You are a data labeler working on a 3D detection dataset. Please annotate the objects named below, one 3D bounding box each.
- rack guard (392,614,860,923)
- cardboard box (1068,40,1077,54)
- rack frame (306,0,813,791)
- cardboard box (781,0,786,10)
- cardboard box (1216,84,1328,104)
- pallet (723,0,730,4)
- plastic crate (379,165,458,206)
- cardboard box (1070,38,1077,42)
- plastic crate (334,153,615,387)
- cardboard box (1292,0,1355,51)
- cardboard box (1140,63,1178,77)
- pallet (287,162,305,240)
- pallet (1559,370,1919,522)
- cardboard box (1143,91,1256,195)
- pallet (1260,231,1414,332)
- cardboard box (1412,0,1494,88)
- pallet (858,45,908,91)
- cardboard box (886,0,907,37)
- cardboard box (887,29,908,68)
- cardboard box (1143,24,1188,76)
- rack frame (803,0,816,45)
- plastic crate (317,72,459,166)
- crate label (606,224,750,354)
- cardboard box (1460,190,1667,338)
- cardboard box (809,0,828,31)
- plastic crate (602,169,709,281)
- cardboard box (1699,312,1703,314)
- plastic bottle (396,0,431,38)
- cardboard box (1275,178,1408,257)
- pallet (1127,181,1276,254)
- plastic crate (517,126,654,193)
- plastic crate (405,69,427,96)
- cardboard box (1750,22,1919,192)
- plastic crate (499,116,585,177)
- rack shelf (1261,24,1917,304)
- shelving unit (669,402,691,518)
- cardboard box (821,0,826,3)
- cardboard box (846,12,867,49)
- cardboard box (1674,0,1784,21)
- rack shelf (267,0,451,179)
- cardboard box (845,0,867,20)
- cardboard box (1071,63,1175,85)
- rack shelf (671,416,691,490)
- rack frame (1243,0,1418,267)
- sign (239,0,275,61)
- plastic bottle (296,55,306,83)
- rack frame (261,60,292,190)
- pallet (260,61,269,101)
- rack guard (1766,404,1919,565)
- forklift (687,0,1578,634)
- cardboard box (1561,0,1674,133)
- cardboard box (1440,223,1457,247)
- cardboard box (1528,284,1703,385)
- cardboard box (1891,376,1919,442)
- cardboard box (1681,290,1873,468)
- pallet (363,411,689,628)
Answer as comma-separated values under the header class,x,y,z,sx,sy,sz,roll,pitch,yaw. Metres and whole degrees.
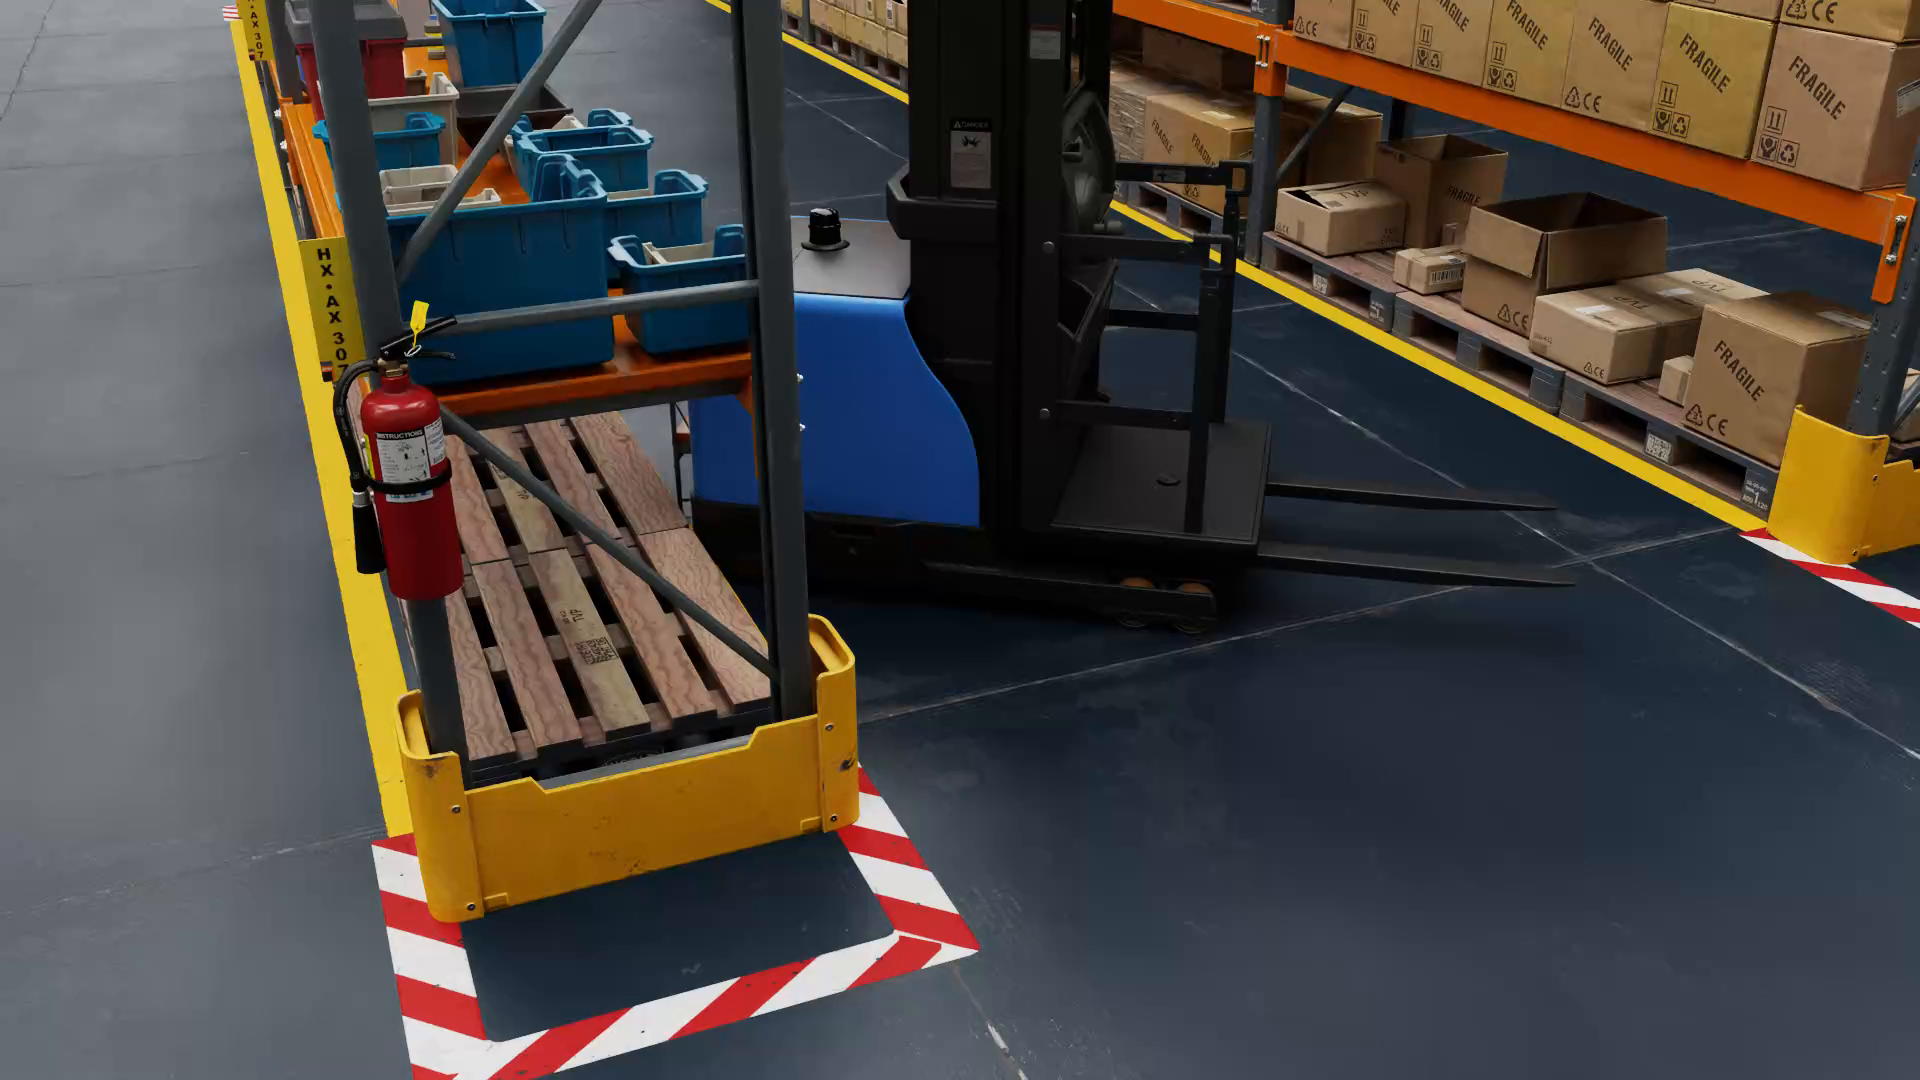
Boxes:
class,x,y,z,sx,sy,sz,roll,pitch,yaw
rack guard,-0.866,0.594,4.464,1.175,0.500,0.348,-11,28,-21
cardboard box,0.664,-3.247,11.830,0.500,0.500,0.500,-12,28,-22
rack frame,-0.887,-0.537,3.931,1.000,3.000,0.127,-11,28,-21
cardboard box,-1.597,-5.537,16.828,0.500,0.250,0.500,-11,28,-21
cardboard box,1.921,-2.526,10.353,0.500,0.500,0.500,-10,28,-20
pallet,-2.256,-6.291,18.895,1.003,0.211,1.213,-11,28,-21
plastic crate,-1.738,-1.088,5.291,0.298,0.136,0.250,-11,28,-21
cardboard box,1.121,-3.353,12.047,0.500,0.500,0.500,-9,28,-19
plastic crate,-1.190,-0.683,4.121,0.616,0.435,0.499,-11,28,-21
cardboard box,2.054,-2.794,8.439,0.500,0.500,0.500,-10,28,-19
cardboard box,1.535,-2.934,11.187,0.500,0.500,0.500,-12,28,-23
pallet,-3.673,-2.203,10.520,1.003,0.211,1.213,-11,28,-21
pallet,3.329,-0.486,7.005,1.003,0.211,1.213,-11,28,-21
cardboard box,1.463,-2.427,10.149,0.500,0.500,0.500,-10,28,-20
pallet,2.373,-1.471,9.022,1.003,0.211,1.213,-11,28,-21
cardboard box,2.452,-2.385,7.603,0.500,0.500,0.500,-11,28,-21
pallet,-0.222,-4.194,14.599,1.003,0.211,1.213,-11,28,-21
cardboard box,-0.297,-4.403,13.866,0.500,0.311,0.500,-11,28,-21
cardboard box,-0.291,-4.151,13.988,0.500,0.250,0.500,-10,28,-19
cardboard box,1.552,-3.256,10.993,0.500,0.250,0.500,-11,28,-22
rack frame,-1.028,-6.231,15.593,1.000,3.000,0.127,-11,28,-21
plastic crate,-2.025,-1.478,5.924,0.437,0.282,0.530,-11,28,-21
crate label,-0.681,-0.645,4.275,0.416,0.233,0.303,-11,28,-21
cardboard box,2.846,-1.320,7.878,0.797,0.503,0.637,-11,28,-21
cardboard box,-1.098,-4.979,15.684,0.500,0.250,0.500,-11,28,-22
plastic crate,-0.939,-0.911,4.819,0.416,0.233,0.300,-11,28,-21
cardboard box,3.524,-0.819,7.141,0.500,0.250,0.500,-11,28,-21
plastic bottle,-2.787,-2.696,8.495,0.152,0.276,0.135,-11,28,-21
cardboard box,2.071,-1.784,9.049,0.500,0.311,0.500,-11,28,-21
pallet,1.752,-2.070,10.250,1.003,0.211,1.213,-11,28,-21
plastic crate,-1.197,-1.177,5.363,0.416,0.233,0.300,-11,28,-21
plastic crate,-2.403,-1.848,6.848,0.396,0.136,0.243,-11,28,-21
cardboard box,3.246,-1.566,5.924,0.500,0.500,0.500,-10,28,-19
plastic crate,-1.495,-1.409,5.949,0.293,0.136,0.466,-11,28,-21
rack shelf,2.889,-1.871,7.483,1.077,0.370,4.000,-11,28,-21
shelving unit,-0.967,-0.608,6.298,0.215,1.050,0.252,4,26,9
cardboard box,-1.095,-5.227,15.552,0.500,0.311,0.500,-10,28,-20
cardboard box,-0.693,-4.564,14.833,0.500,0.250,0.500,-11,28,-22
cardboard box,3.046,-2.217,6.119,0.500,0.500,0.500,-10,28,-19
rack shelf,-3.237,-2.636,9.050,1.077,0.370,4.000,-11,28,-21
cardboard box,-0.700,-4.815,14.709,0.500,0.311,0.500,-12,28,-22
cardboard box,1.065,-2.834,10.984,0.500,0.500,0.500,-12,28,-22
rack shelf,-0.967,-0.348,6.424,0.215,0.259,0.240,4,26,9
rack frame,2.105,-3.001,8.979,1.000,3.000,0.127,-11,28,-21
sign,-2.961,-2.183,6.986,0.100,0.325,0.005,-11,28,-21
plastic bottle,-2.906,-2.200,7.478,0.152,0.276,0.135,-11,28,-21
rack frame,-4.020,-3.767,10.546,1.000,3.000,0.127,-11,28,-21
pallet,-5.244,-3.818,13.829,1.003,0.211,1.213,-11,28,-21
rack guard,3.642,-0.294,6.282,1.175,0.500,0.348,-11,28,-21
forklift,0.616,-1.258,5.485,3.031,2.935,1.130,6,27,11
cardboard box,2.849,-1.977,6.766,0.500,0.500,0.500,-10,28,-20
cardboard box,2.792,-1.596,8.847,0.380,0.149,0.250,-11,28,-21
cardboard box,2.888,-0.915,7.337,0.500,0.250,0.500,-11,28,-21
cardboard box,3.824,-0.531,6.667,0.380,0.149,0.250,-11,28,-21
cardboard box,3.232,-0.638,6.486,0.500,0.500,0.500,-11,28,-21
pallet,-1.649,-0.115,6.246,1.003,0.211,1.213,-11,28,-21
